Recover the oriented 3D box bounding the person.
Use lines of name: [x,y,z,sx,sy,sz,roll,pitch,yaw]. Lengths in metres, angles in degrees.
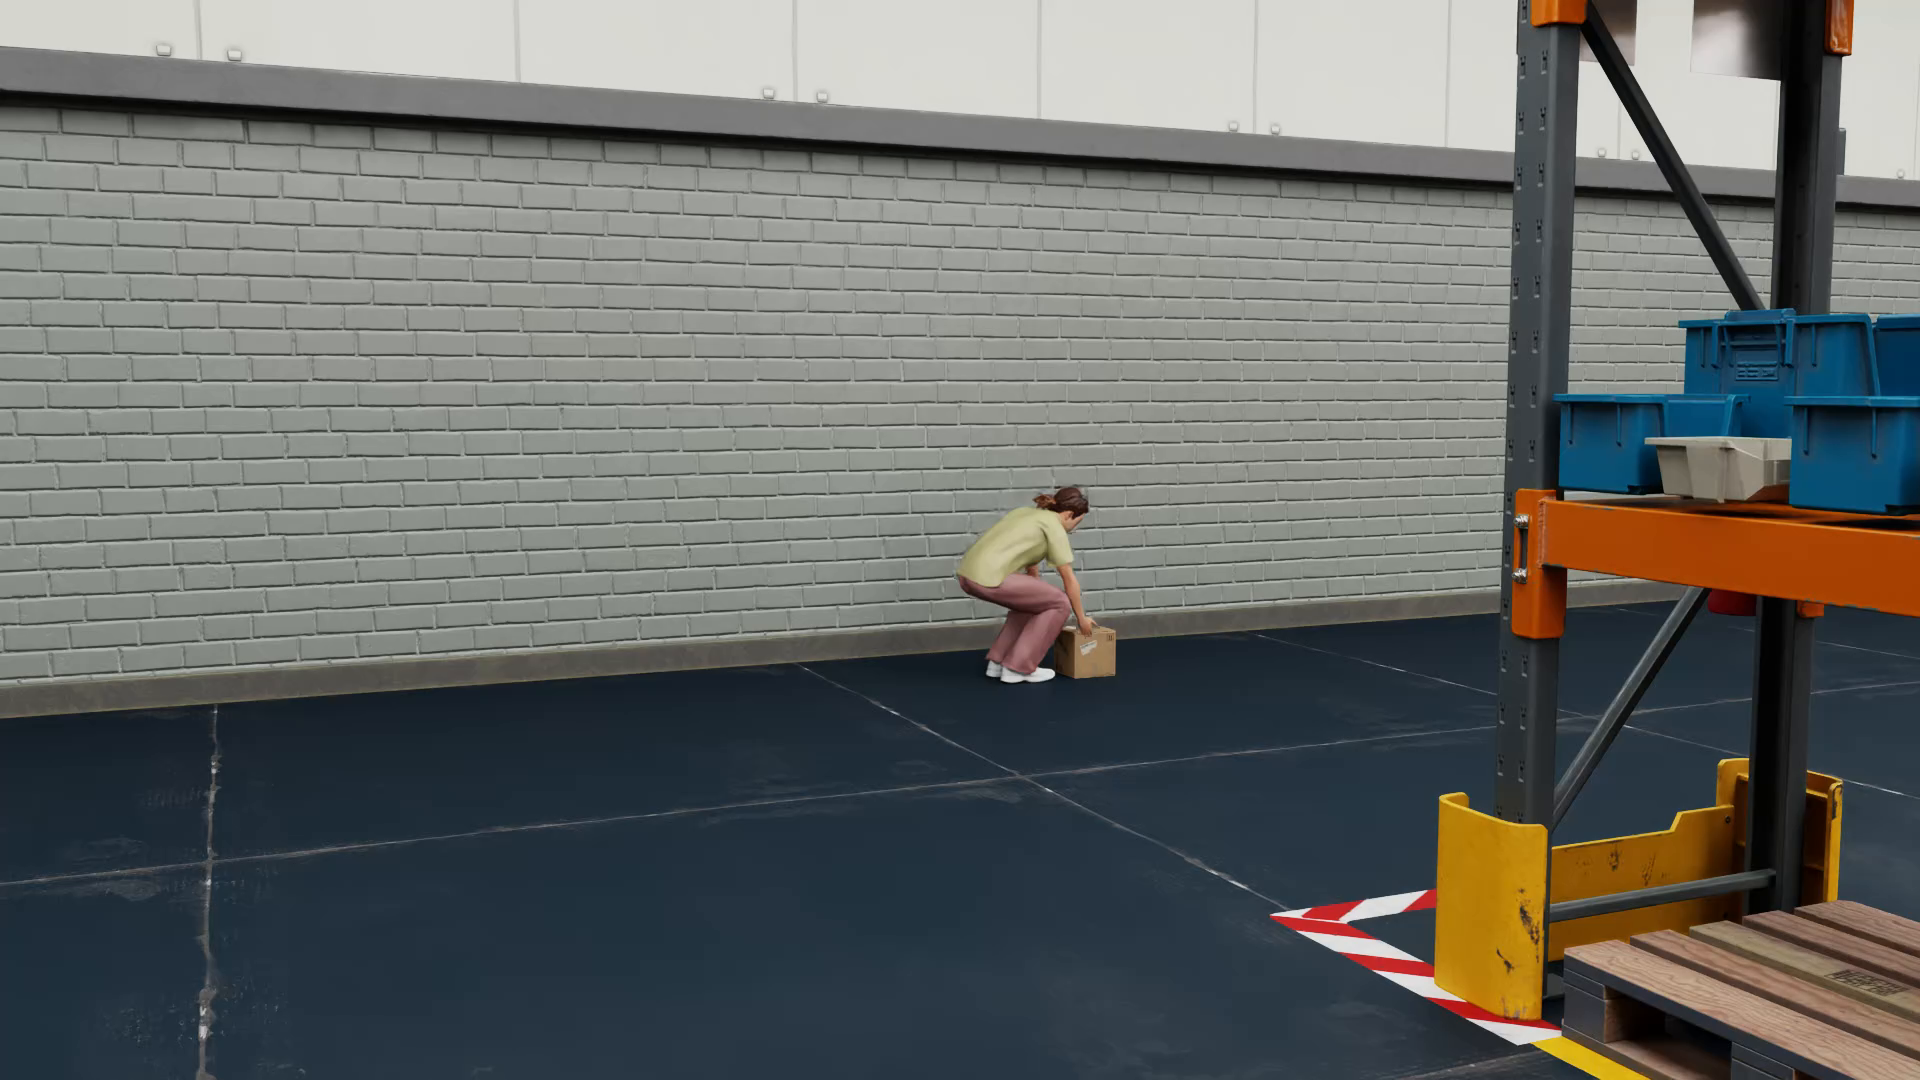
person: [0.347,0.234,8.957,0.776,1.023,0.491,-2,6,-24]
